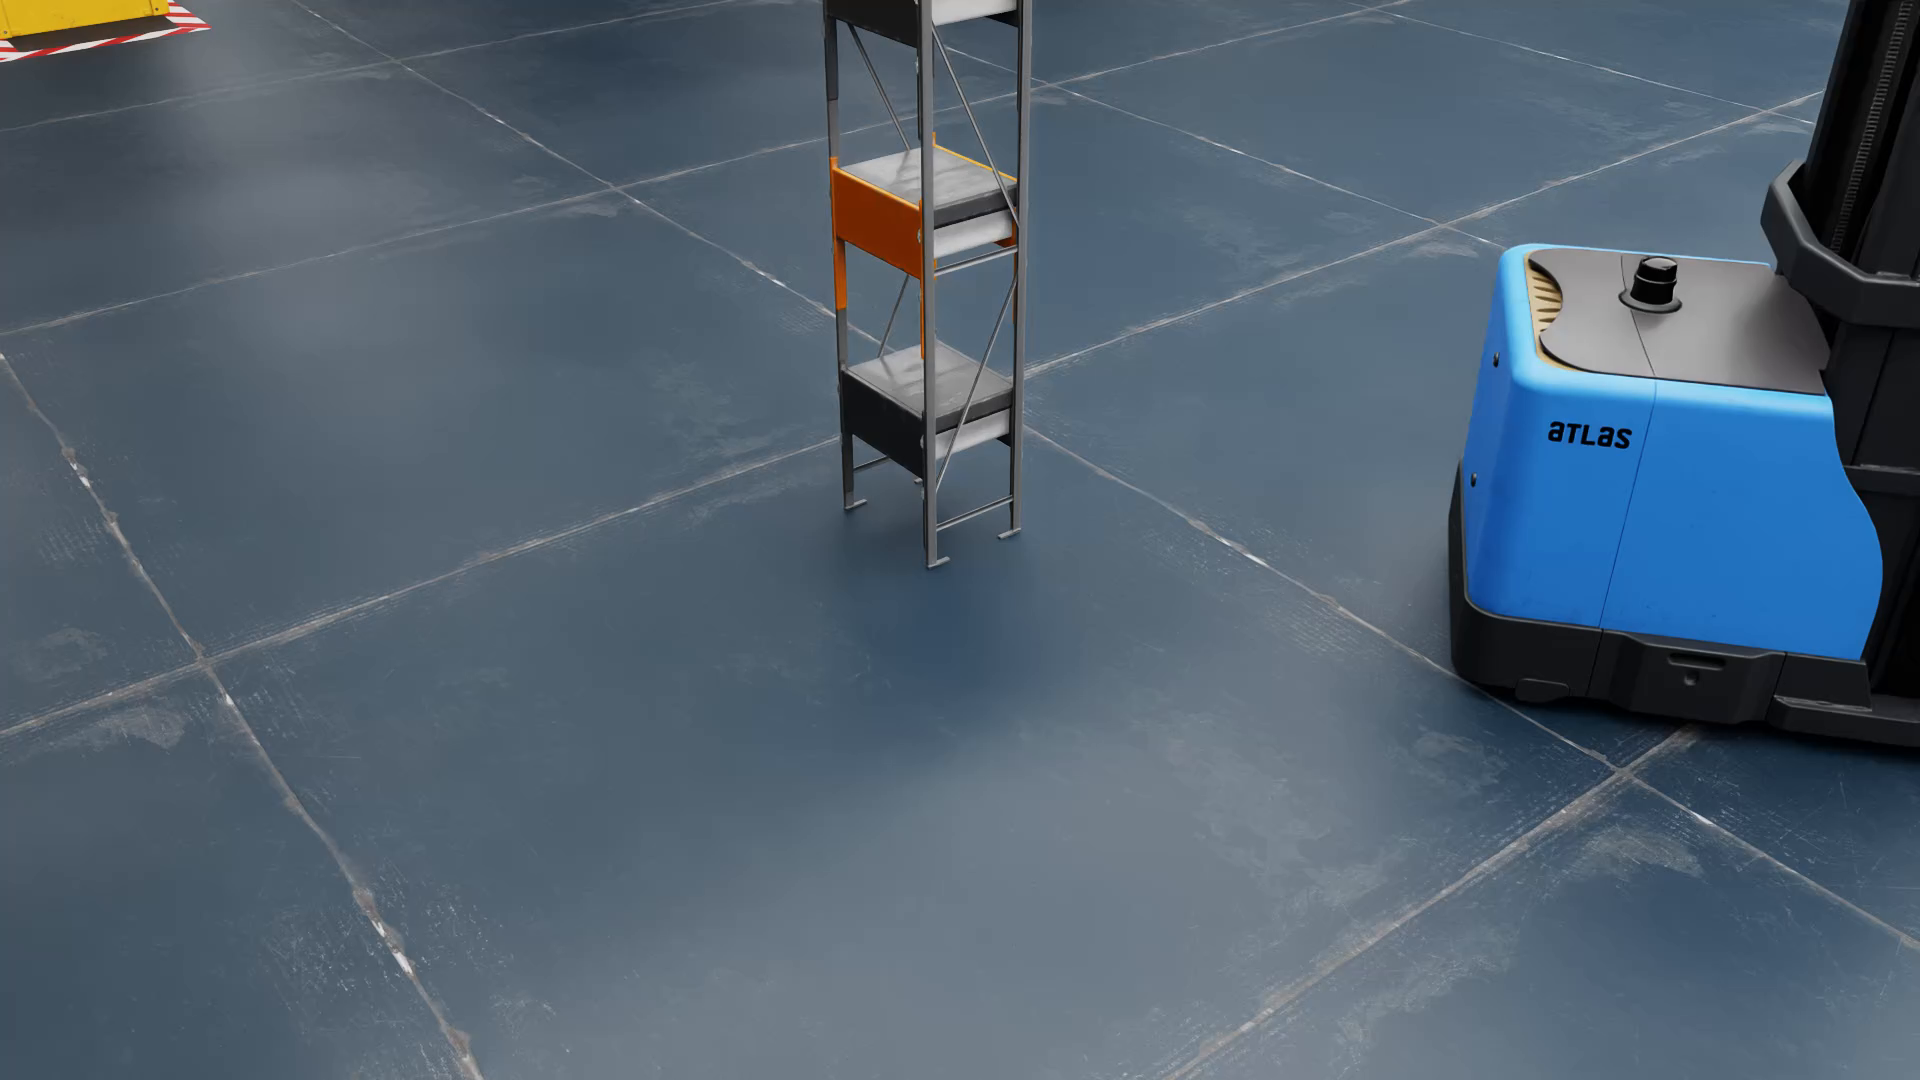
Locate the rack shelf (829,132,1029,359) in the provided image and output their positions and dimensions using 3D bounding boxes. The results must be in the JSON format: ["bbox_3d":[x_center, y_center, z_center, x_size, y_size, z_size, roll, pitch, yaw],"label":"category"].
[{"bbox_3d":[-0.101,-0.949,5.314,0.431,0.518,0.480,-22,38,-31],"label":"rack shelf"}]

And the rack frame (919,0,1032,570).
[{"bbox_3d":[0.048,-0.859,5.143,0.400,2.100,0.015,-22,38,-31],"label":"rack frame"}]

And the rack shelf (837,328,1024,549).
[{"bbox_3d":[-0.102,-0.355,5.684,0.431,0.518,0.480,-22,38,-31],"label":"rack shelf"}]

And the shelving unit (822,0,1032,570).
[{"bbox_3d":[-0.101,-0.961,5.307,0.431,2.100,0.503,-22,38,-31],"label":"shelving unit"}]

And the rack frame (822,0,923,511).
[{"bbox_3d":[-0.251,-1.063,5.471,0.400,2.100,0.015,-22,38,-31],"label":"rack frame"}]

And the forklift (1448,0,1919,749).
[{"bbox_3d":[3.058,-0.852,4.344,3.031,2.935,1.130,7,33,11],"label":"forklift"}]

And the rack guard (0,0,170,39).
[{"bbox_3d":[-6.129,-3.817,11.421,1.175,0.500,0.348,-22,38,-31],"label":"rack guard"}]

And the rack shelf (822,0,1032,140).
[{"bbox_3d":[-0.101,-1.544,4.945,0.431,0.518,0.480,-22,38,-31],"label":"rack shelf"}]
